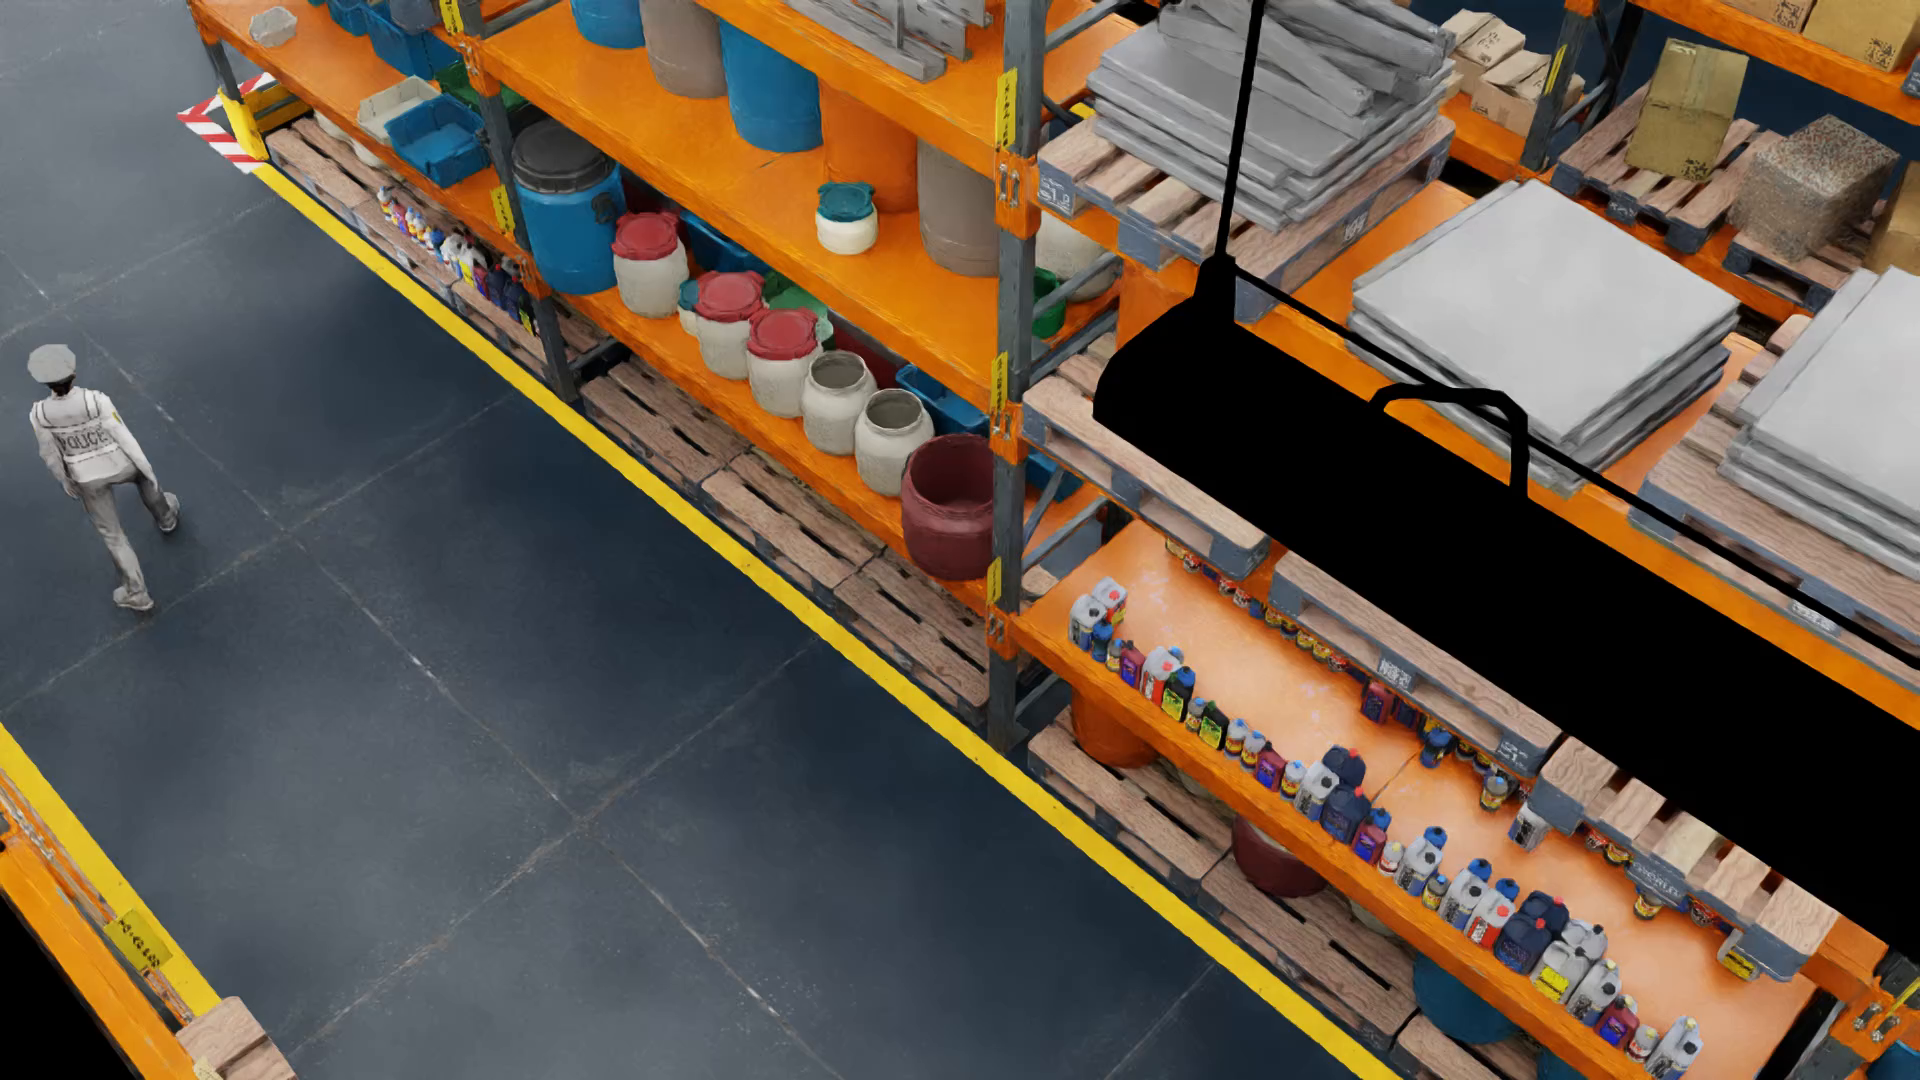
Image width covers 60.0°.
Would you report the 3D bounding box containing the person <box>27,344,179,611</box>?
[{"bbox_3d":[-4.987,-0.401,9.670,0.521,1.611,0.934,-20,53,-16],"label":"person"}]
